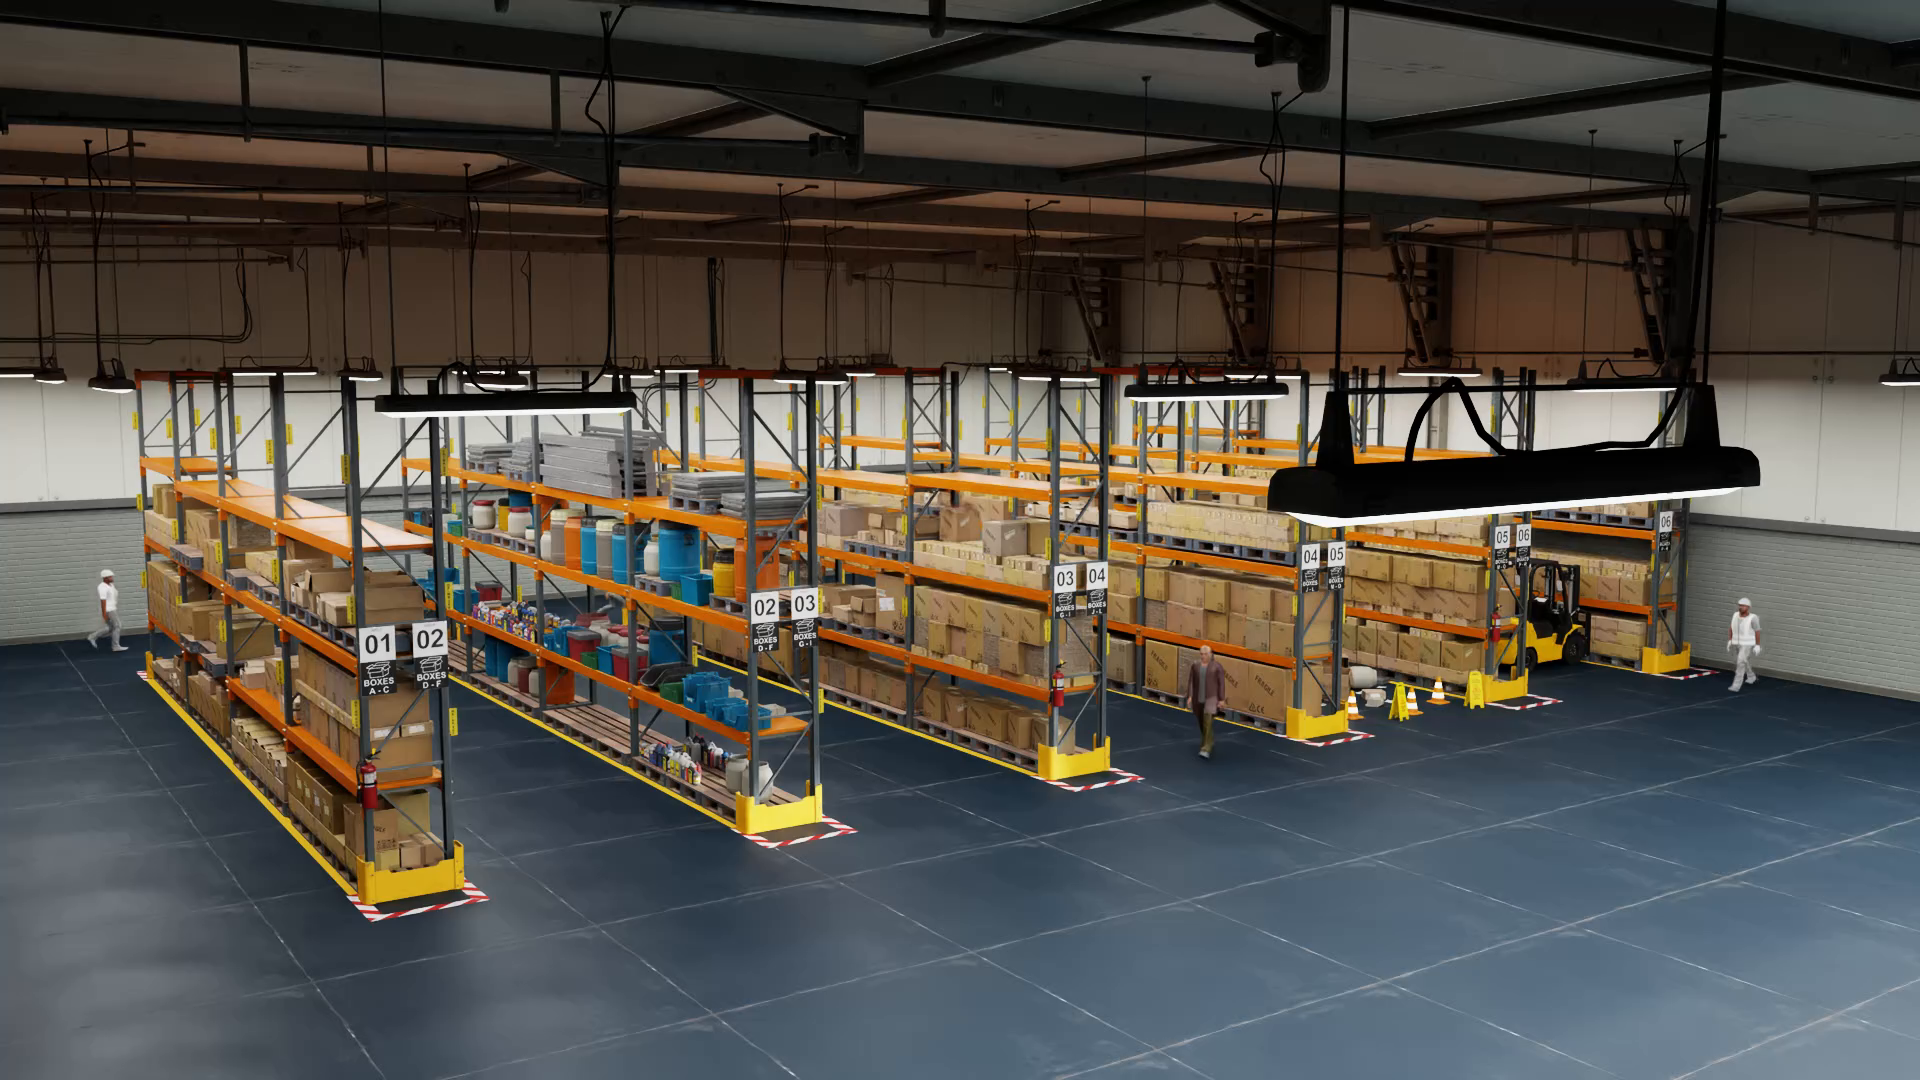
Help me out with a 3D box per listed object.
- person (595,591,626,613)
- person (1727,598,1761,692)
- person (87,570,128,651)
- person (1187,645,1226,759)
[{"bbox_3d":[-8.080,1.191,38.949,1.004,1.494,0.389,-2,7,-14],"label":"person"},{"bbox_3d":[14.693,1.950,31.157,1.065,1.745,0.553,-4,8,-31],"label":"person"},{"bbox_3d":[-18.069,1.490,35.169,0.773,1.739,0.572,-3,7,-28],"label":"person"},{"bbox_3d":[3.843,2.519,26.149,0.566,1.755,0.978,5,8,37],"label":"person"}]
